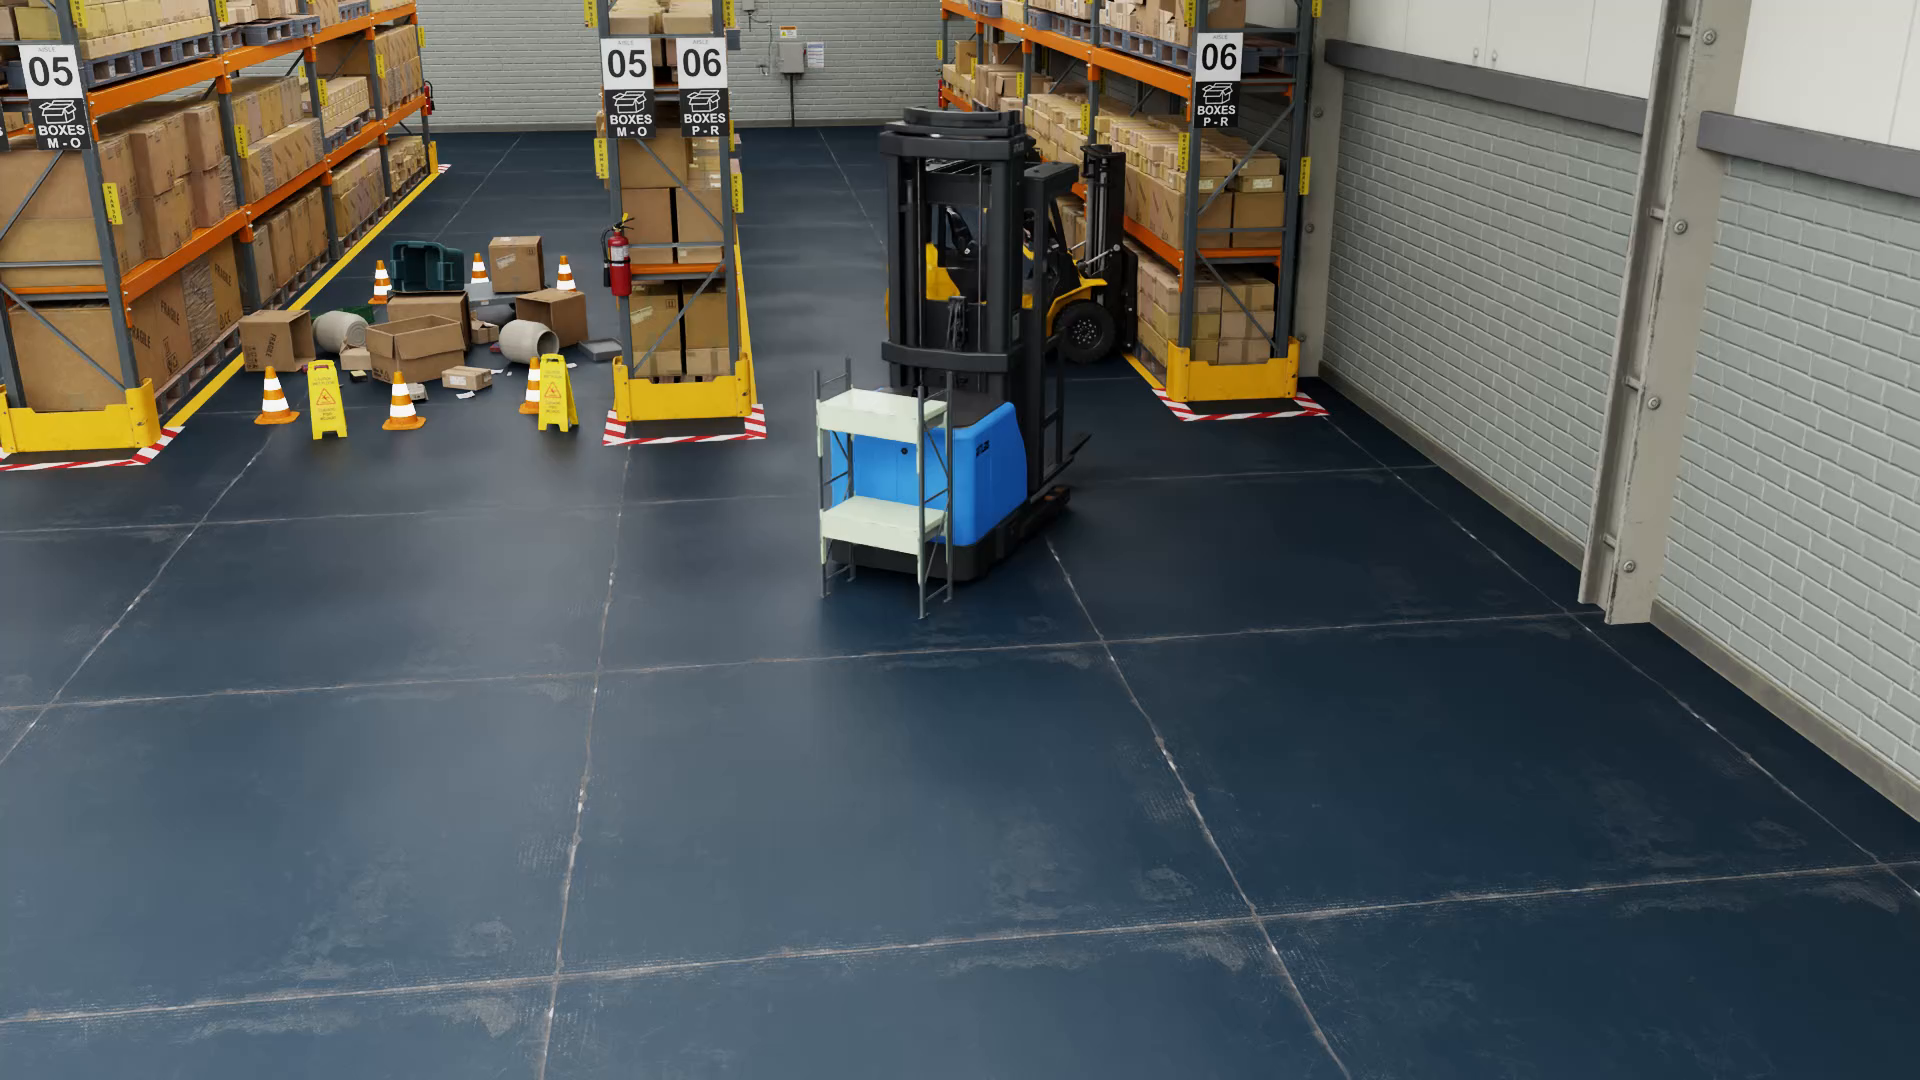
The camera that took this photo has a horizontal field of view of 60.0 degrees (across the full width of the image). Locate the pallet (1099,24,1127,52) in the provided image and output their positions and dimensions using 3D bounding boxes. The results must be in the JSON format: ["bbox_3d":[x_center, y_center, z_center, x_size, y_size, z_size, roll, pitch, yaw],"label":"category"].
[{"bbox_3d":[2.061,-5.203,17.200,1.003,0.211,1.213,-3,21,-8],"label":"pallet"}]

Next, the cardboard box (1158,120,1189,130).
[{"bbox_3d":[2.304,-4.348,17.576,0.380,0.149,0.250,-3,21,-8],"label":"cardboard box"}]

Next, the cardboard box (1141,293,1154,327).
[{"bbox_3d":[2.047,-2.218,15.984,0.500,0.250,0.500,-3,21,-8],"label":"cardboard box"}]

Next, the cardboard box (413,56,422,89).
[{"bbox_3d":[-9.293,-7.796,27.733,0.500,0.500,0.500,-2,21,-7],"label":"cardboard box"}]

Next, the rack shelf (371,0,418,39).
[{"bbox_3d":[-9.325,-8.128,25.931,1.077,0.370,4.000,-3,21,-8],"label":"rack shelf"}]

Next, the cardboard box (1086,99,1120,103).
[{"bbox_3d":[1.812,-5.508,21.105,0.380,0.149,0.250,-3,21,-9],"label":"cardboard box"}]

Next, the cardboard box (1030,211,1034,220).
[{"bbox_3d":[1.412,-4.386,21.966,0.875,0.625,0.625,-2,21,-6],"label":"cardboard box"}]

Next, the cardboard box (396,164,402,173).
[{"bbox_3d":[-9.020,-5.865,26.181,0.380,0.149,0.250,-2,21,-5],"label":"cardboard box"}]

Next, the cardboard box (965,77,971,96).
[{"bbox_3d":[0.357,-7.309,26.788,0.500,0.250,0.500,-3,21,-8],"label":"cardboard box"}]

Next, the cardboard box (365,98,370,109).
[{"bbox_3d":[-8.783,-6.319,24.105,0.380,0.149,0.250,-3,21,-9],"label":"cardboard box"}]

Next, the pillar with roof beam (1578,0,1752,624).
[{"bbox_3d":[-0.115,-3.551,8.362,9.100,9.000,0.400,-3,21,-8],"label":"pillar with roof beam"}]

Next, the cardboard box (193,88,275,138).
[{"bbox_3d":[-8.181,-4.812,18.741,0.700,0.500,0.500,-3,21,-8],"label":"cardboard box"}]

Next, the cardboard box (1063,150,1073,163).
[{"bbox_3d":[1.503,-4.398,19.419,0.500,0.250,0.500,-3,21,-8],"label":"cardboard box"}]

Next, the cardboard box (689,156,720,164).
[{"bbox_3d":[-2.450,-3.392,15.943,0.500,0.500,0.500,-3,21,-9],"label":"cardboard box"}]

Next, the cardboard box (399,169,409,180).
[{"bbox_3d":[-8.998,-5.818,26.480,0.380,0.149,0.250,-3,21,-9],"label":"cardboard box"}]

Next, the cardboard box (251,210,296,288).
[{"bbox_3d":[-8.197,-3.285,18.838,1.050,0.750,0.750,-3,21,-8],"label":"cardboard box"}]

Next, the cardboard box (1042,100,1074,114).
[{"bbox_3d":[1.242,-5.474,21.015,0.380,0.149,0.250,-3,21,-7],"label":"cardboard box"}]

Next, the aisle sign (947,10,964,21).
[{"bbox_3d":[-0.118,-9.515,29.189,0.394,0.787,0.004,-3,21,-8],"label":"aisle sign"}]

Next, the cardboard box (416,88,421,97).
[{"bbox_3d":[-9.286,-7.536,27.964,0.380,0.149,0.250,-3,21,-8],"label":"cardboard box"}]

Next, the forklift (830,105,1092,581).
[{"bbox_3d":[0.169,-1.587,11.777,1.130,2.935,3.031,8,22,21],"label":"forklift"}]

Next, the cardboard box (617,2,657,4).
[{"bbox_3d":[-3.084,-5.061,15.912,0.380,0.149,0.250,-4,21,-10],"label":"cardboard box"}]

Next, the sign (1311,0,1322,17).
[{"bbox_3d":[3.039,-4.626,14.166,0.100,0.325,0.005,-3,21,-8],"label":"sign"}]

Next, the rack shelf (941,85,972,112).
[{"bbox_3d":[0.470,-7.259,27.892,1.077,0.370,4.000,-3,21,-8],"label":"rack shelf"}]

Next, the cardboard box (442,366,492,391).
[{"bbox_3d":[-4.610,-1.513,15.555,0.380,0.149,0.250,8,22,20],"label":"cardboard box"}]

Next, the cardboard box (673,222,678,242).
[{"bbox_3d":[-2.815,-2.853,15.427,0.380,0.149,0.250,-3,21,-7],"label":"cardboard box"}]

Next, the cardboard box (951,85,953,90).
[{"bbox_3d":[0.041,-7.957,29.093,0.380,0.149,0.250,-2,21,-6],"label":"cardboard box"}]

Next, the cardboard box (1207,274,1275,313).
[{"bbox_3d":[2.607,-2.302,15.492,0.500,0.250,0.500,-3,21,-9],"label":"cardboard box"}]

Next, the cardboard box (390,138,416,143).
[{"bbox_3d":[-9.306,-6.631,27.808,0.380,0.149,0.250,-3,21,-7],"label":"cardboard box"}]

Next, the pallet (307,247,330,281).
[{"bbox_3d":[-8.421,-3.399,20.515,1.003,0.211,1.213,-3,21,-8],"label":"pallet"}]

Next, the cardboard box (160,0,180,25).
[{"bbox_3d":[-7.415,-4.809,15.064,0.500,0.250,0.500,-3,21,-8],"label":"cardboard box"}]

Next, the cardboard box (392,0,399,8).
[{"bbox_3d":[-9.050,-8.411,25.876,0.500,0.250,0.500,-2,21,-5],"label":"cardboard box"}]

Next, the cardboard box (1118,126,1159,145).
[{"bbox_3d":[1.837,-4.142,17.023,0.380,0.149,0.250,-3,21,-9],"label":"cardboard box"}]

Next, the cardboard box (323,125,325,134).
[{"bbox_3d":[-8.324,-5.226,21.181,0.380,0.149,0.250,-3,21,-9],"label":"cardboard box"}]

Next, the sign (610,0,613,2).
[{"bbox_3d":[-3.548,-5.684,17.060,0.100,0.325,0.005,-3,21,-8],"label":"sign"}]

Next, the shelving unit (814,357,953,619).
[{"bbox_3d":[-0.471,-0.330,10.457,0.755,1.500,0.431,10,23,26],"label":"shelving unit"}]

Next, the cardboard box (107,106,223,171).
[{"bbox_3d":[-7.670,-3.859,16.004,0.875,0.550,0.550,-3,21,-8],"label":"cardboard box"}]

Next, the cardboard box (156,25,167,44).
[{"bbox_3d":[-7.293,-4.490,14.779,0.380,0.149,0.250,-3,21,-8],"label":"cardboard box"}]

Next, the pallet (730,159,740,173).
[{"bbox_3d":[-2.966,-4.064,18.584,1.003,0.211,1.213,-3,21,-8],"label":"pallet"}]

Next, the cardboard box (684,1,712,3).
[{"bbox_3d":[-2.508,-5.180,16.231,0.380,0.149,0.250,-2,21,-6],"label":"cardboard box"}]

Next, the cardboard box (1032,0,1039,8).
[{"bbox_3d":[1.199,-6.951,20.866,0.500,0.500,0.500,-3,21,-7],"label":"cardboard box"}]

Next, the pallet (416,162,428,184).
[{"bbox_3d":[-9.520,-6.136,27.844,1.003,0.211,1.213,-3,21,-8],"label":"pallet"}]

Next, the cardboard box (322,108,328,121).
[{"bbox_3d":[-8.372,-5.472,21.413,0.380,0.149,0.250,-2,21,-5],"label":"cardboard box"}]

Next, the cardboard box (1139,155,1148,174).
[{"bbox_3d":[1.952,-3.648,16.126,0.380,0.149,0.250,-3,21,-7],"label":"cardboard box"}]

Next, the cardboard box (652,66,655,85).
[{"bbox_3d":[-2.751,-3.894,13.926,0.380,0.149,0.250,-3,21,-8],"label":"cardboard box"}]

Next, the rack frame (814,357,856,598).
[{"bbox_3d":[-0.794,-0.390,10.618,0.023,1.500,0.400,10,23,26],"label":"rack frame"}]

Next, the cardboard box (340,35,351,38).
[{"bbox_3d":[-9.451,-7.349,25.110,0.500,0.500,0.500,-4,21,-9],"label":"cardboard box"}]

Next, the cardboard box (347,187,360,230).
[{"bbox_3d":[-8.385,-4.440,22.288,0.500,0.500,0.500,-3,21,-7],"label":"cardboard box"}]

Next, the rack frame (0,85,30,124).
[{"bbox_3d":[-13.959,-6.152,23.900,1.000,3.000,0.127,-3,21,-8],"label":"rack frame"}]

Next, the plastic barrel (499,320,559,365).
[{"bbox_3d":[-4.219,-1.929,16.275,0.512,0.421,0.421,12,24,30],"label":"plastic barrel"}]

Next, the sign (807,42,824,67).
[{"bbox_3d":[-3.006,-10.095,34.594,0.329,0.494,0.001,-3,21,-8],"label":"sign"}]

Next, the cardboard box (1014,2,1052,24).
[{"bbox_3d":[1.021,-7.019,22.149,0.500,0.250,0.500,-4,21,-10],"label":"cardboard box"}]

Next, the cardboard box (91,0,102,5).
[{"bbox_3d":[-7.075,-4.335,13.226,0.380,0.149,0.250,-3,21,-7],"label":"cardboard box"}]

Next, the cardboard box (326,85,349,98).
[{"bbox_3d":[-8.598,-6.144,22.789,0.380,0.149,0.250,-4,21,-10],"label":"cardboard box"}]
